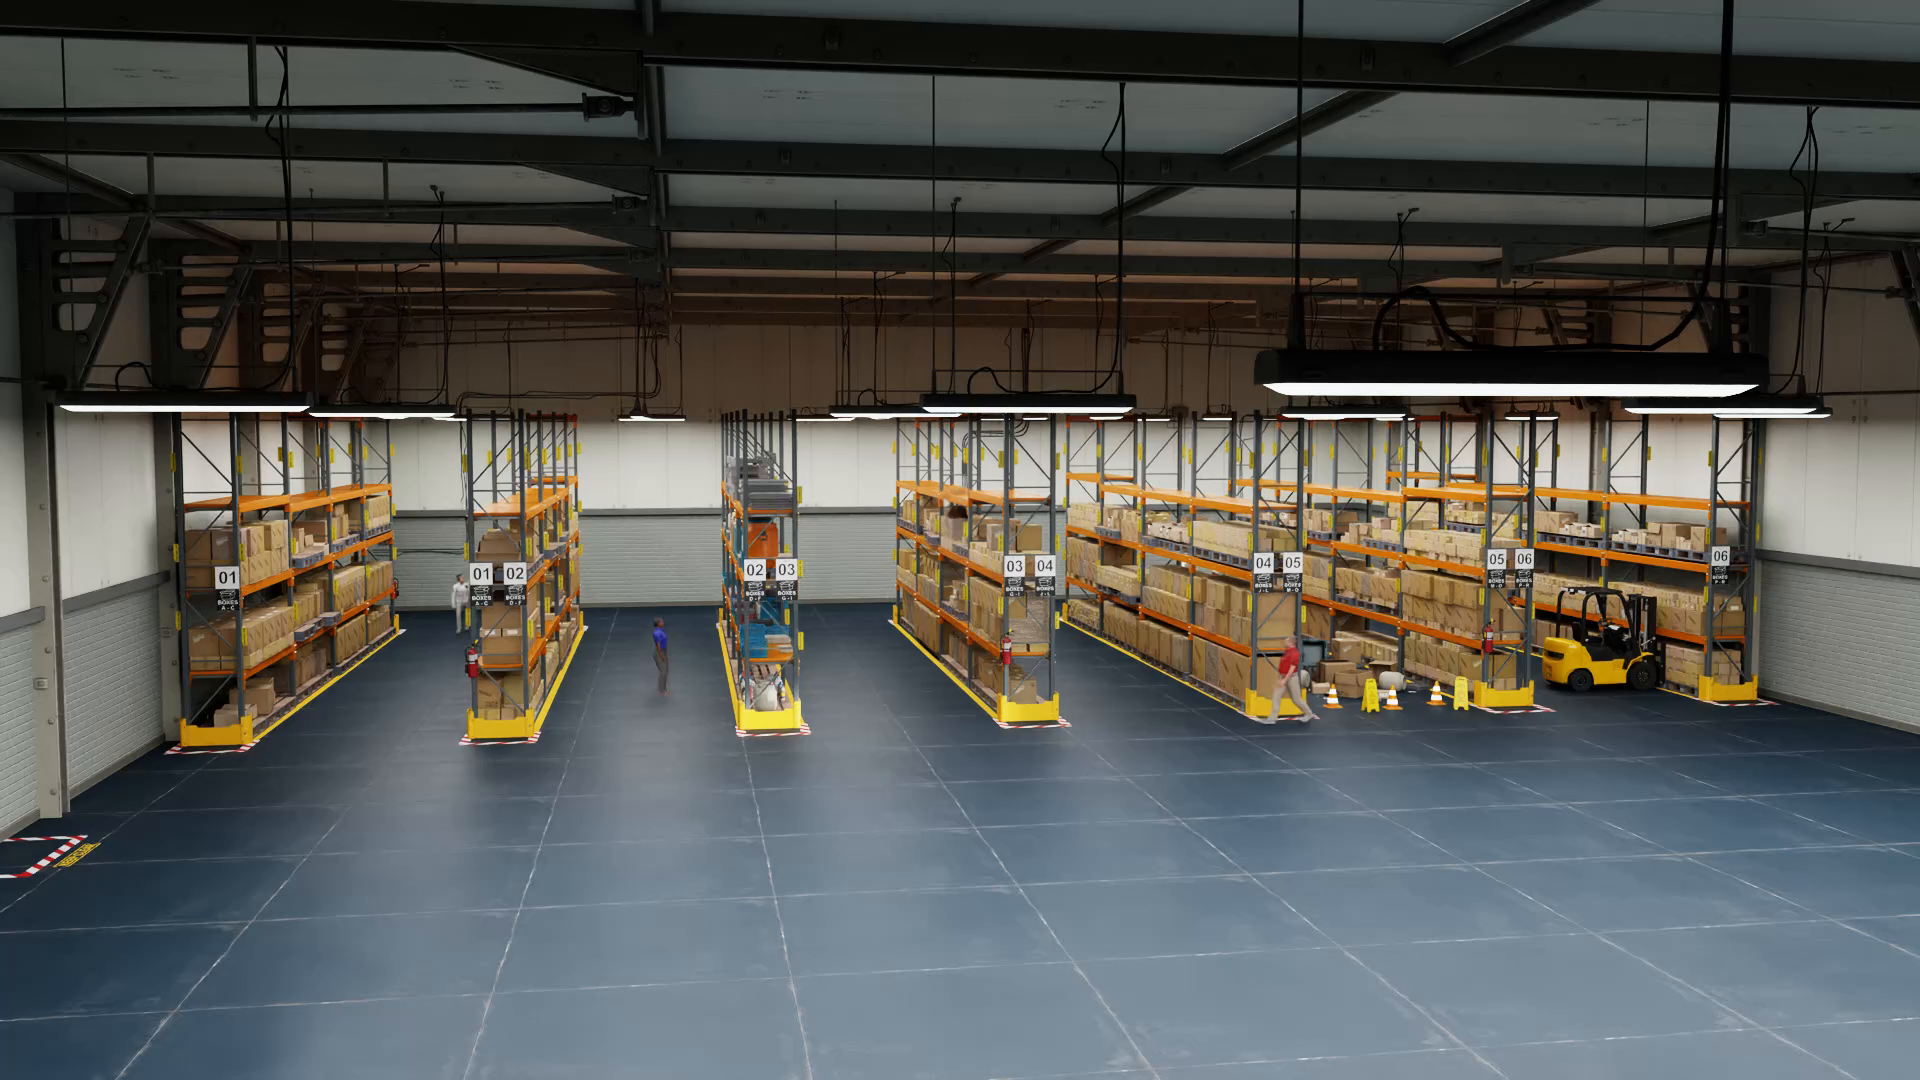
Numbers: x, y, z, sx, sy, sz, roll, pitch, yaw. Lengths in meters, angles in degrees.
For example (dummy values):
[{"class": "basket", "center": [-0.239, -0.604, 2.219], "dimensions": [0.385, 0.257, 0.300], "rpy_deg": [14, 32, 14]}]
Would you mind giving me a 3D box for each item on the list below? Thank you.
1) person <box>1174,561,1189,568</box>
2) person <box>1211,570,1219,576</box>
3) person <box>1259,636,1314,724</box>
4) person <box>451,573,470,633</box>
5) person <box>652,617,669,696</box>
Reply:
[{"class": "person", "center": [6.844, 1.215, 51.868], "dimensions": [0.512, 1.793, 0.513], "rpy_deg": [-2, 5, -31]}, {"class": "person", "center": [6.924, 1.668, 45.468], "dimensions": [0.504, 1.785, 0.619], "rpy_deg": [0, 4, -4]}, {"class": "person", "center": [6.225, 2.668, 31.638], "dimensions": [0.986, 1.680, 0.512], "rpy_deg": [-2, 5, -29]}, {"class": "person", "center": [-13.626, 1.720, 45.560], "dimensions": [0.595, 1.630, 0.995], "rpy_deg": [-1, 4, -11]}, {"class": "person", "center": [-6.275, 2.483, 35.232], "dimensions": [0.440, 1.714, 0.471], "rpy_deg": [1, 4, 15]}]
